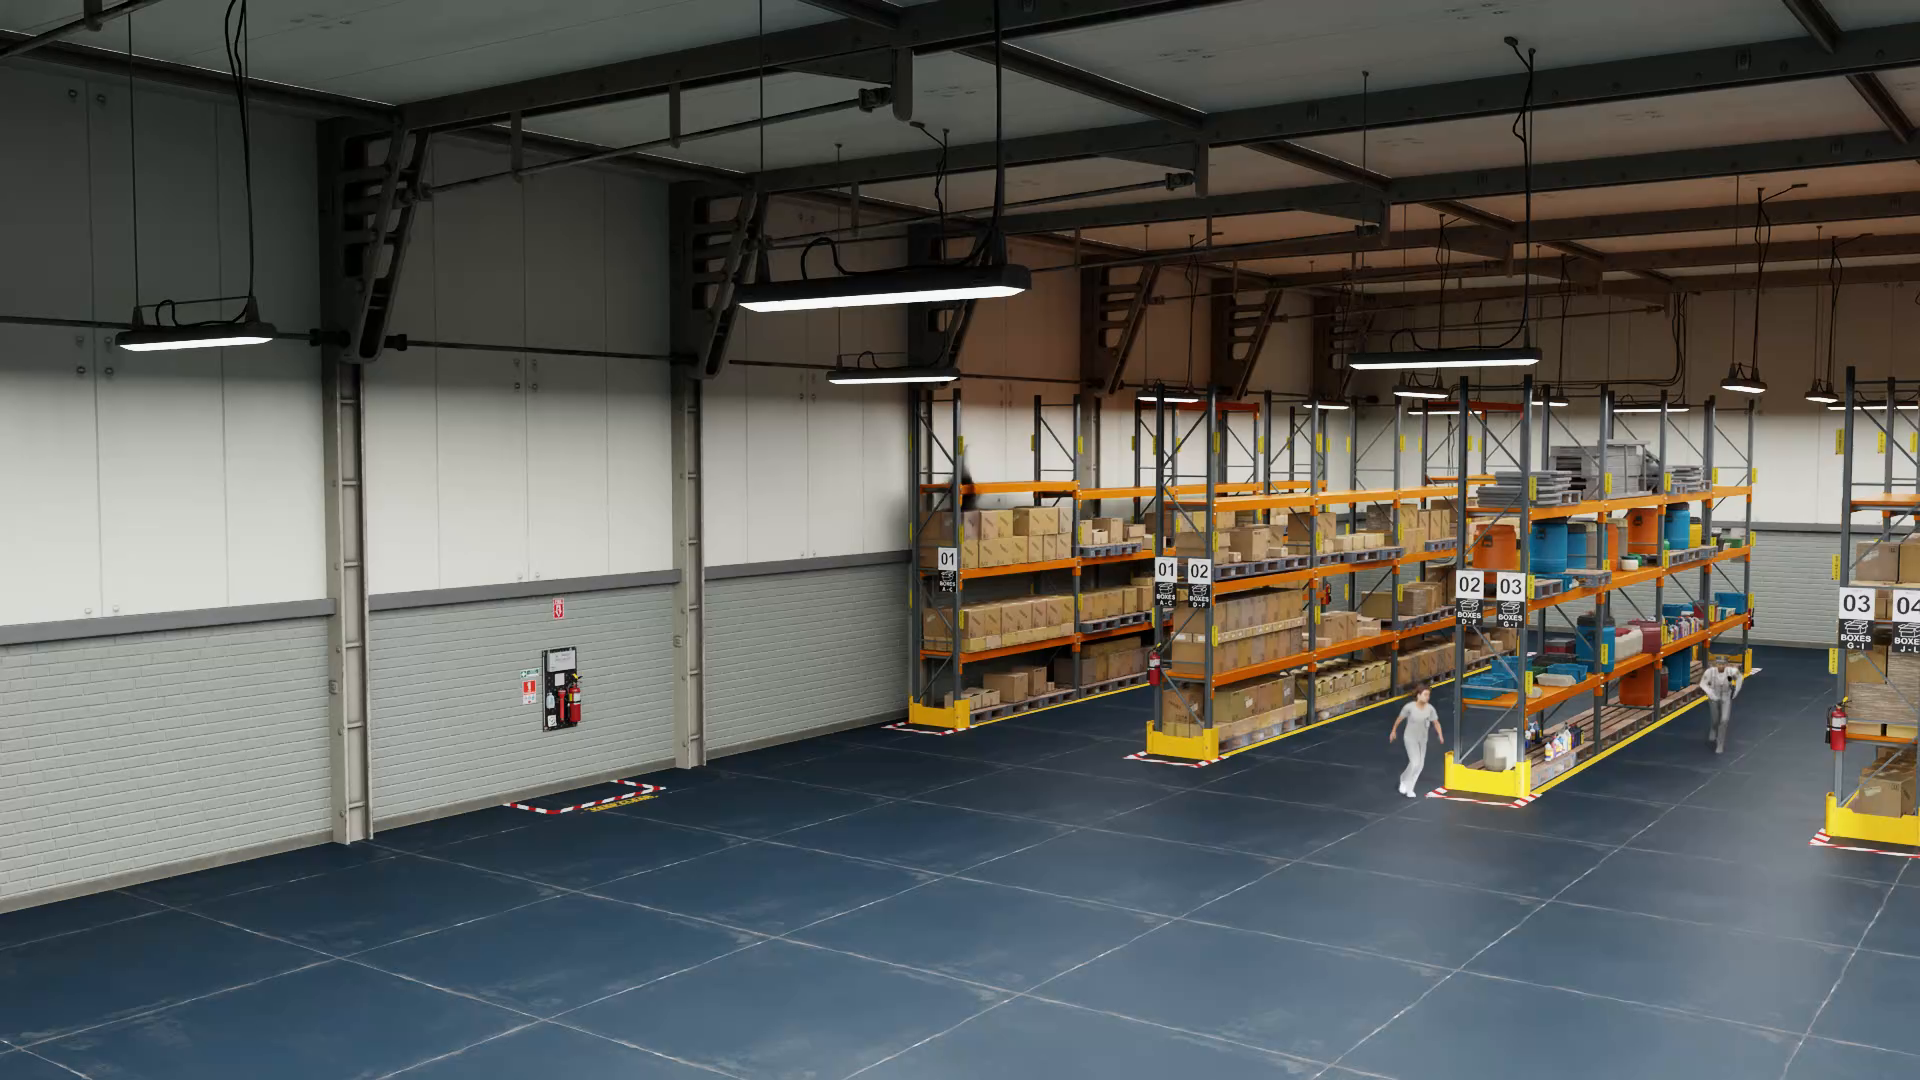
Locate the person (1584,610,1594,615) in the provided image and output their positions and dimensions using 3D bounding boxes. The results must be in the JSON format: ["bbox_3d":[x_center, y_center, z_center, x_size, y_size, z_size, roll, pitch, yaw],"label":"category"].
[{"bbox_3d":[12.953,2.257,34.244,0.826,1.583,0.543,-3,4,-40],"label":"person"}]

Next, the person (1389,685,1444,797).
[{"bbox_3d":[6.479,2.849,23.465,0.549,1.627,0.738,-1,3,-14],"label":"person"}]

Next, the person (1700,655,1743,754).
[{"bbox_3d":[12.502,2.663,27.366,0.657,1.631,0.982,1,3,15],"label":"person"}]

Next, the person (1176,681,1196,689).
[{"bbox_3d":[4.229,2.396,30.610,0.635,1.680,0.649,2,4,32],"label":"person"}]
